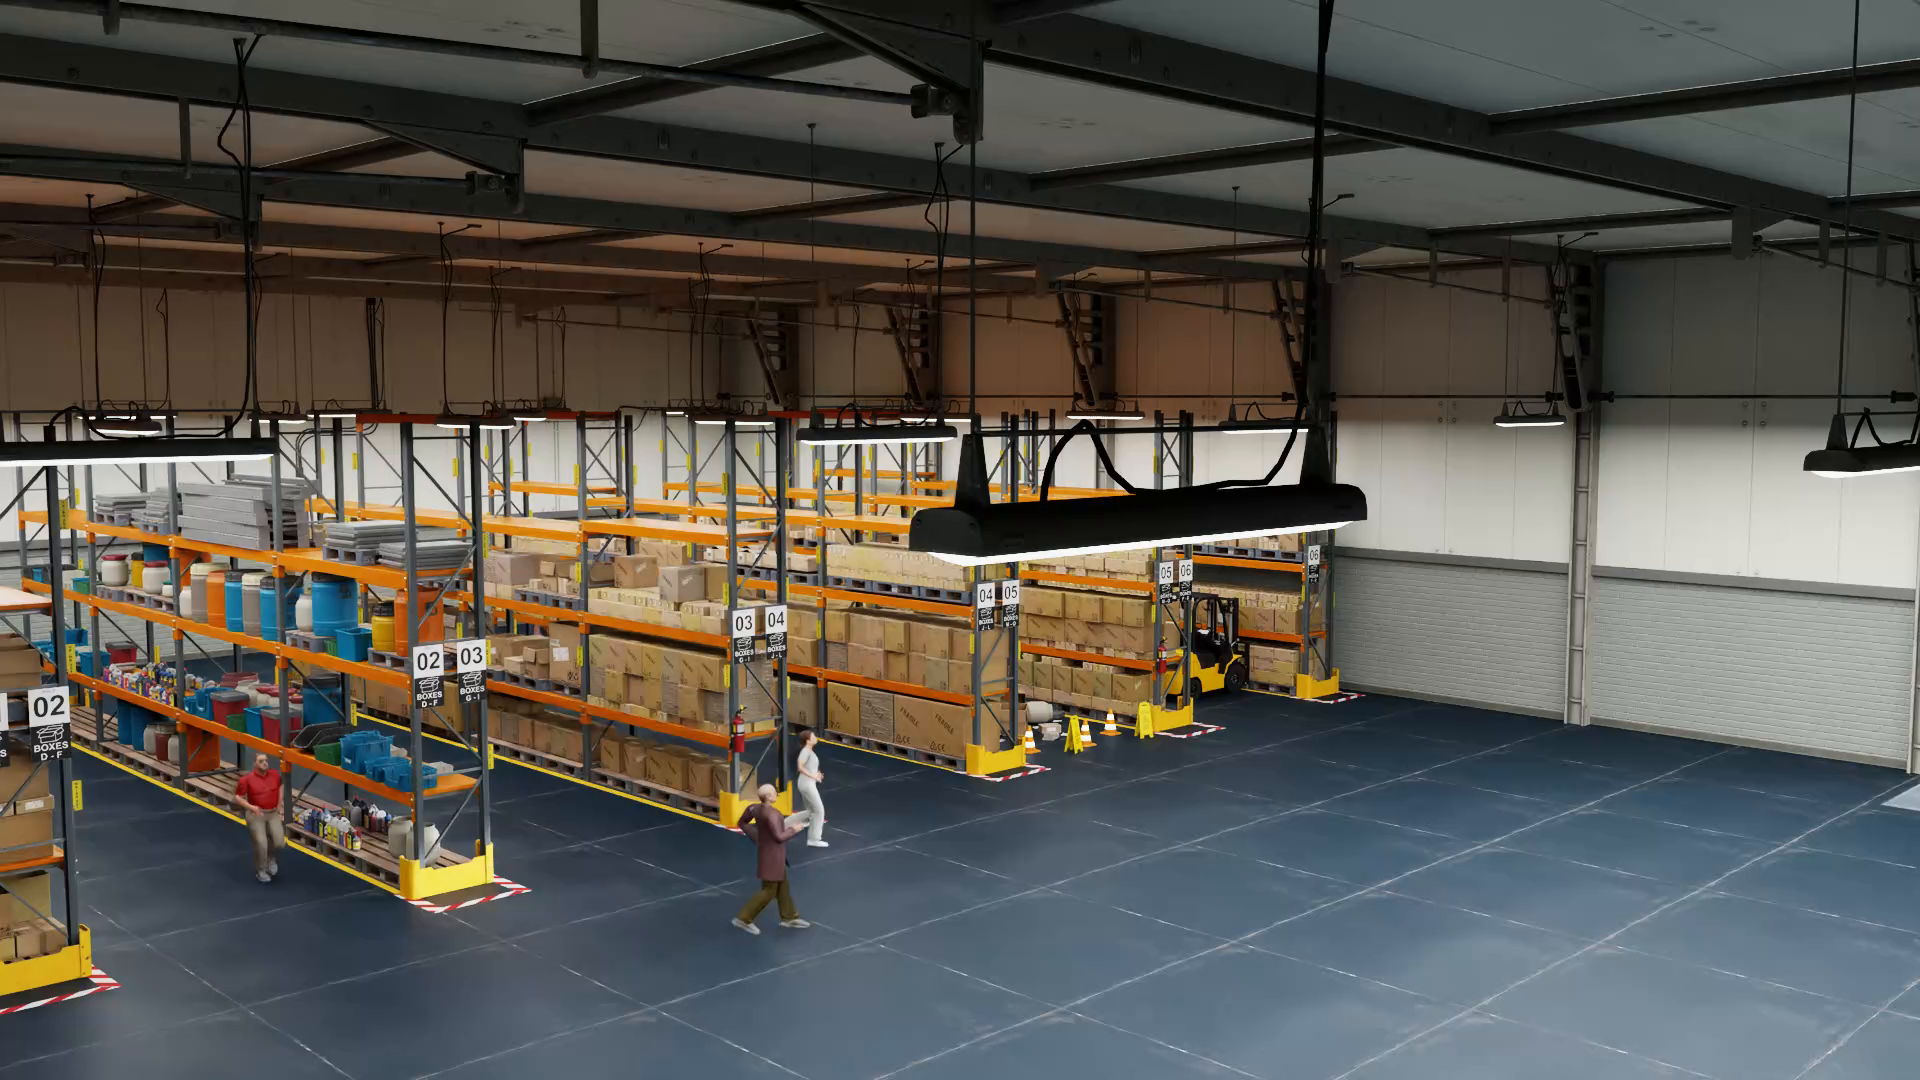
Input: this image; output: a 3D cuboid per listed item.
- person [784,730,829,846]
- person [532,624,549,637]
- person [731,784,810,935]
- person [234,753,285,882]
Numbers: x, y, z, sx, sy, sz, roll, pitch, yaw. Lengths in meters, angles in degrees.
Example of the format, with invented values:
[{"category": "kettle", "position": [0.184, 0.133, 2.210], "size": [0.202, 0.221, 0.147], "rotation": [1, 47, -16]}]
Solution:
[{"category": "person", "position": [-2.216, 3.499, 23.517], "size": [0.717, 1.638, 0.604], "rotation": [0, 5, -1]}, {"category": "person", "position": [-10.478, 1.885, 41.640], "size": [0.816, 1.714, 0.523], "rotation": [-4, 7, -42]}, {"category": "person", "position": [-2.209, 3.724, 19.414], "size": [0.997, 1.786, 0.707], "rotation": [-2, 5, -25]}, {"category": "person", "position": [-9.060, 3.608, 21.634], "size": [0.663, 1.688, 0.569], "rotation": [-5, 7, -43]}]
